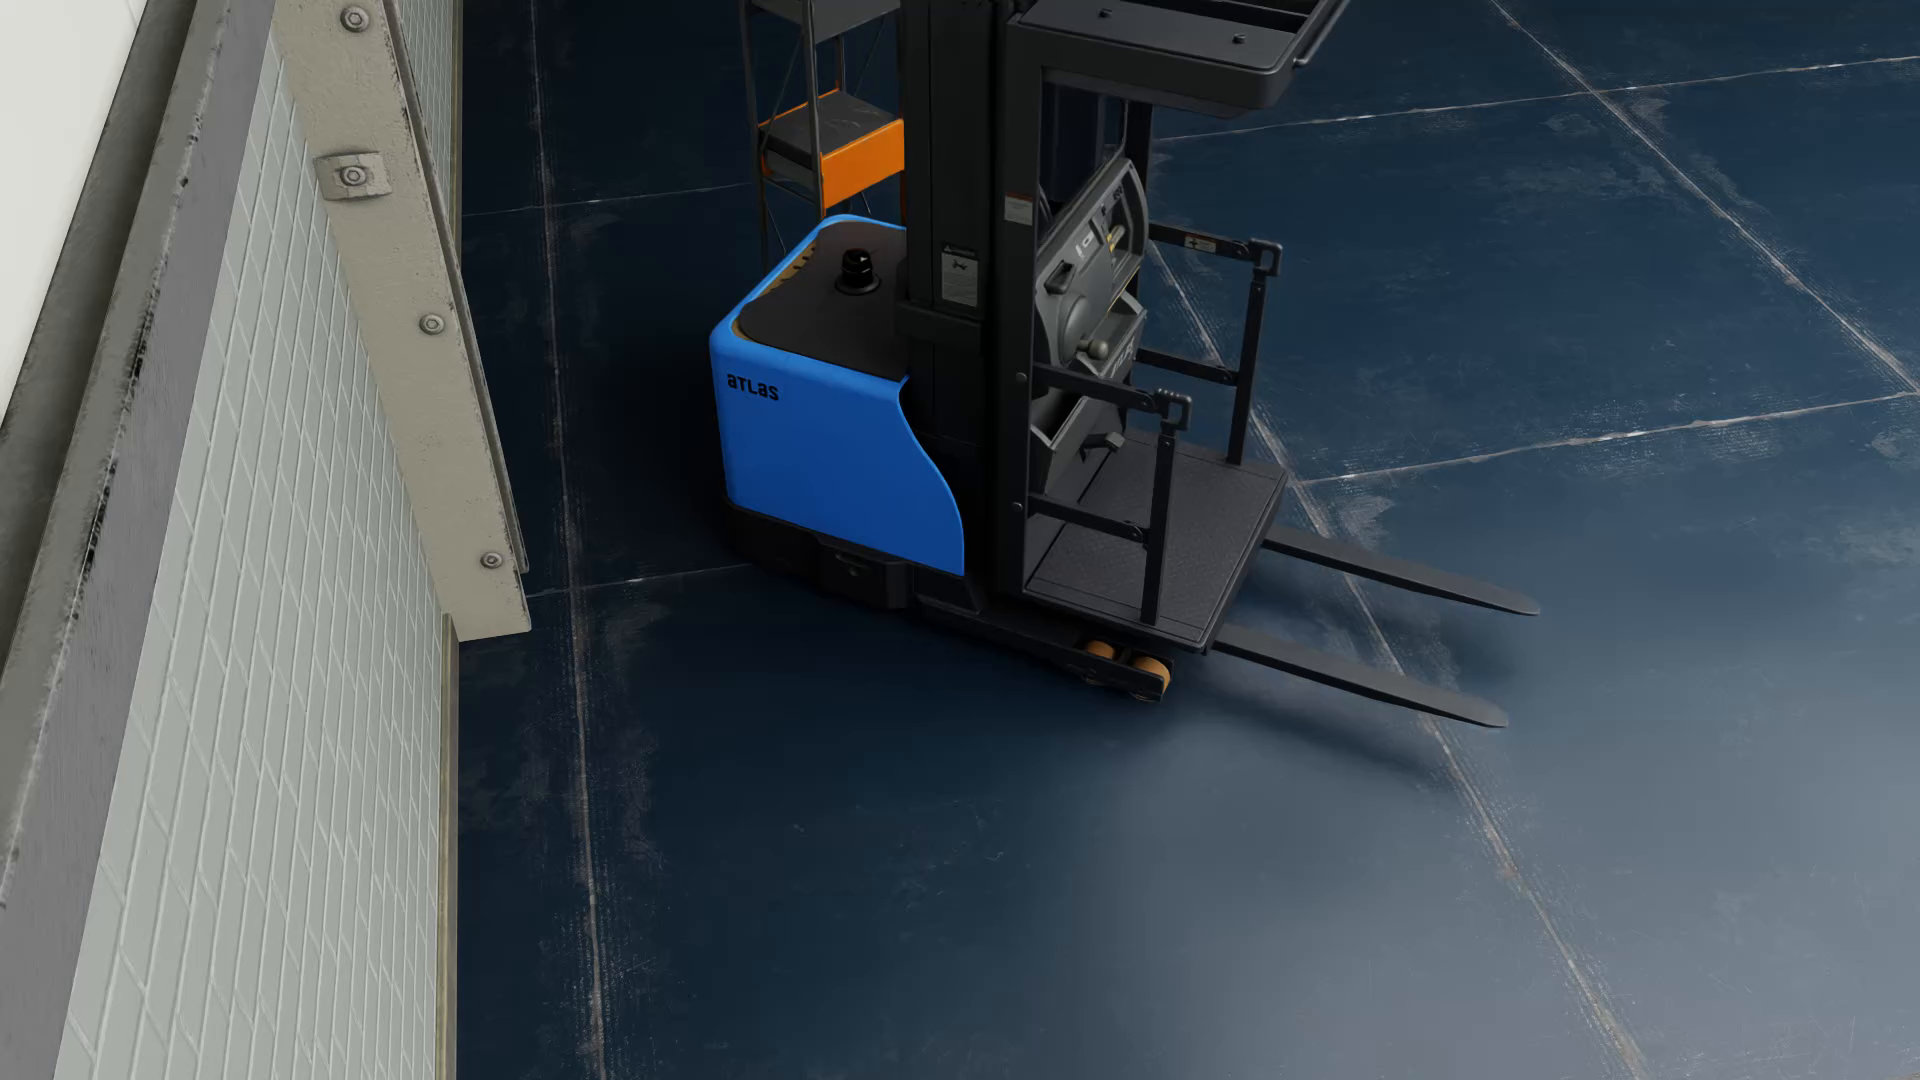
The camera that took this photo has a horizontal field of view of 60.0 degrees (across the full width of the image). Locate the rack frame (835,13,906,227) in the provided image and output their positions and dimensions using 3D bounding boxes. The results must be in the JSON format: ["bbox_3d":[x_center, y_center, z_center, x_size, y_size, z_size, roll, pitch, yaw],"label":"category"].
[{"bbox_3d":[-0.365,-1.657,7.035,0.400,2.100,0.015,32,51,31],"label":"rack frame"}]

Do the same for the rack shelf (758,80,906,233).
[{"bbox_3d":[-0.532,-1.529,6.911,0.431,0.518,0.480,32,51,31],"label":"rack shelf"}]

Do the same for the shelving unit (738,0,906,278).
[{"bbox_3d":[-0.532,-1.539,6.902,0.431,2.100,0.503,32,51,31],"label":"shelving unit"}]

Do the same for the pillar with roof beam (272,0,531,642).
[{"bbox_3d":[2.370,-3.742,4.186,9.100,9.000,0.400,-8,42,-9],"label":"pillar with roof beam"}]

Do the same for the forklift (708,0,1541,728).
[{"bbox_3d":[0.635,-0.910,5.568,3.031,2.935,1.130,17,44,18],"label":"forklift"}]

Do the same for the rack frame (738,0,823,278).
[{"bbox_3d":[-0.699,-1.421,6.769,0.400,2.100,0.015,32,51,31],"label":"rack frame"}]

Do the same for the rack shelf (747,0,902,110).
[{"bbox_3d":[-0.532,-2.052,6.447,0.431,0.518,0.480,32,51,31],"label":"rack shelf"}]
